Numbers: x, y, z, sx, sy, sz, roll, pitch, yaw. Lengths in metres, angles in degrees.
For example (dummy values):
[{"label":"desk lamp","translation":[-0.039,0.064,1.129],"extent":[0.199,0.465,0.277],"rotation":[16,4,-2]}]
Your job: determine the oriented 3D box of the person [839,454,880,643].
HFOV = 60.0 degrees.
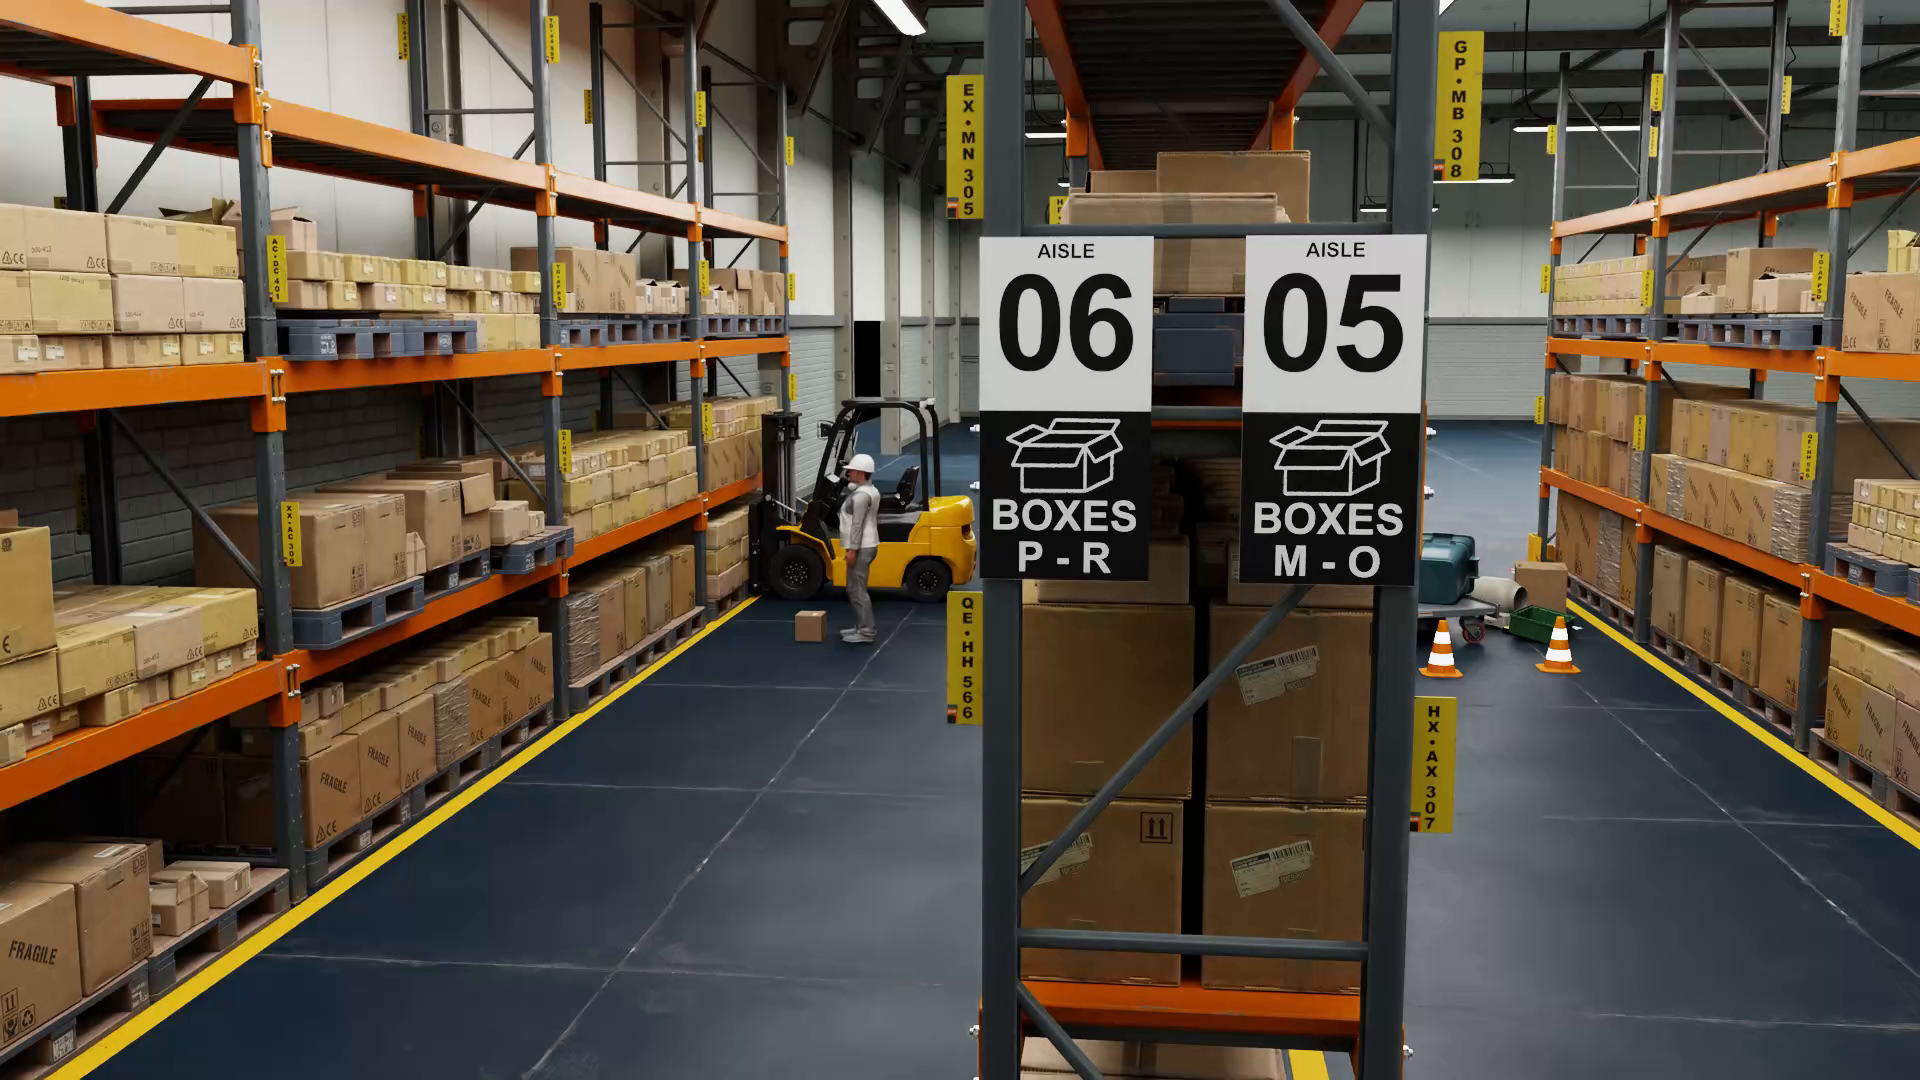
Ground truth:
[{"label":"person","translation":[-0.973,0.076,15.632],"extent":[0.407,1.771,0.533],"rotation":[1,8,8]}]
